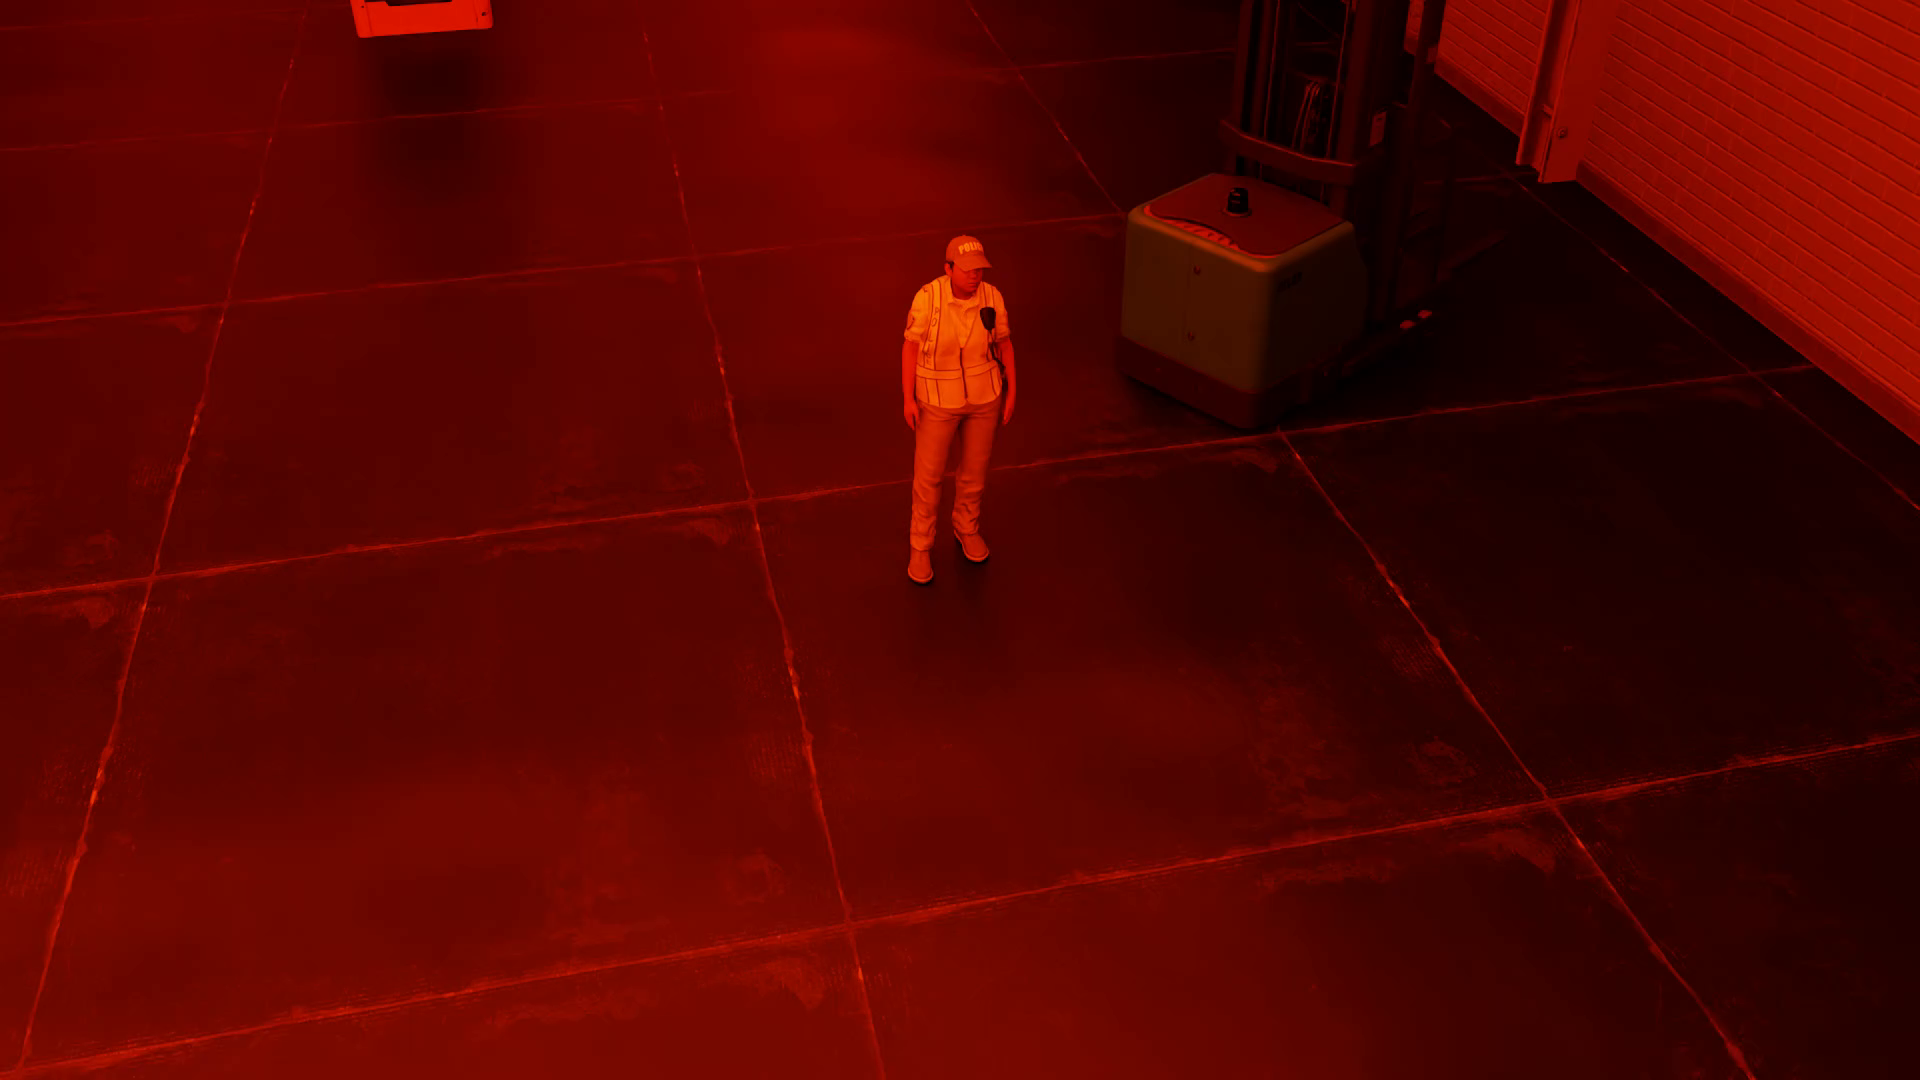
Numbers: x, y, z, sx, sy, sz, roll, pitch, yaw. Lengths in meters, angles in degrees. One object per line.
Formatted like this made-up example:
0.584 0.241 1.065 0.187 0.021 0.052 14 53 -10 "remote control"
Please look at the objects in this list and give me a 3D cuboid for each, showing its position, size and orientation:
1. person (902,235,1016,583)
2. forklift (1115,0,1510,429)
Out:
-0.005 -0.636 8.003 0.598 1.670 0.529 -8 36 -11 "person"
2.327 -2.562 9.611 3.031 2.935 1.130 -30 45 -35 "forklift"
